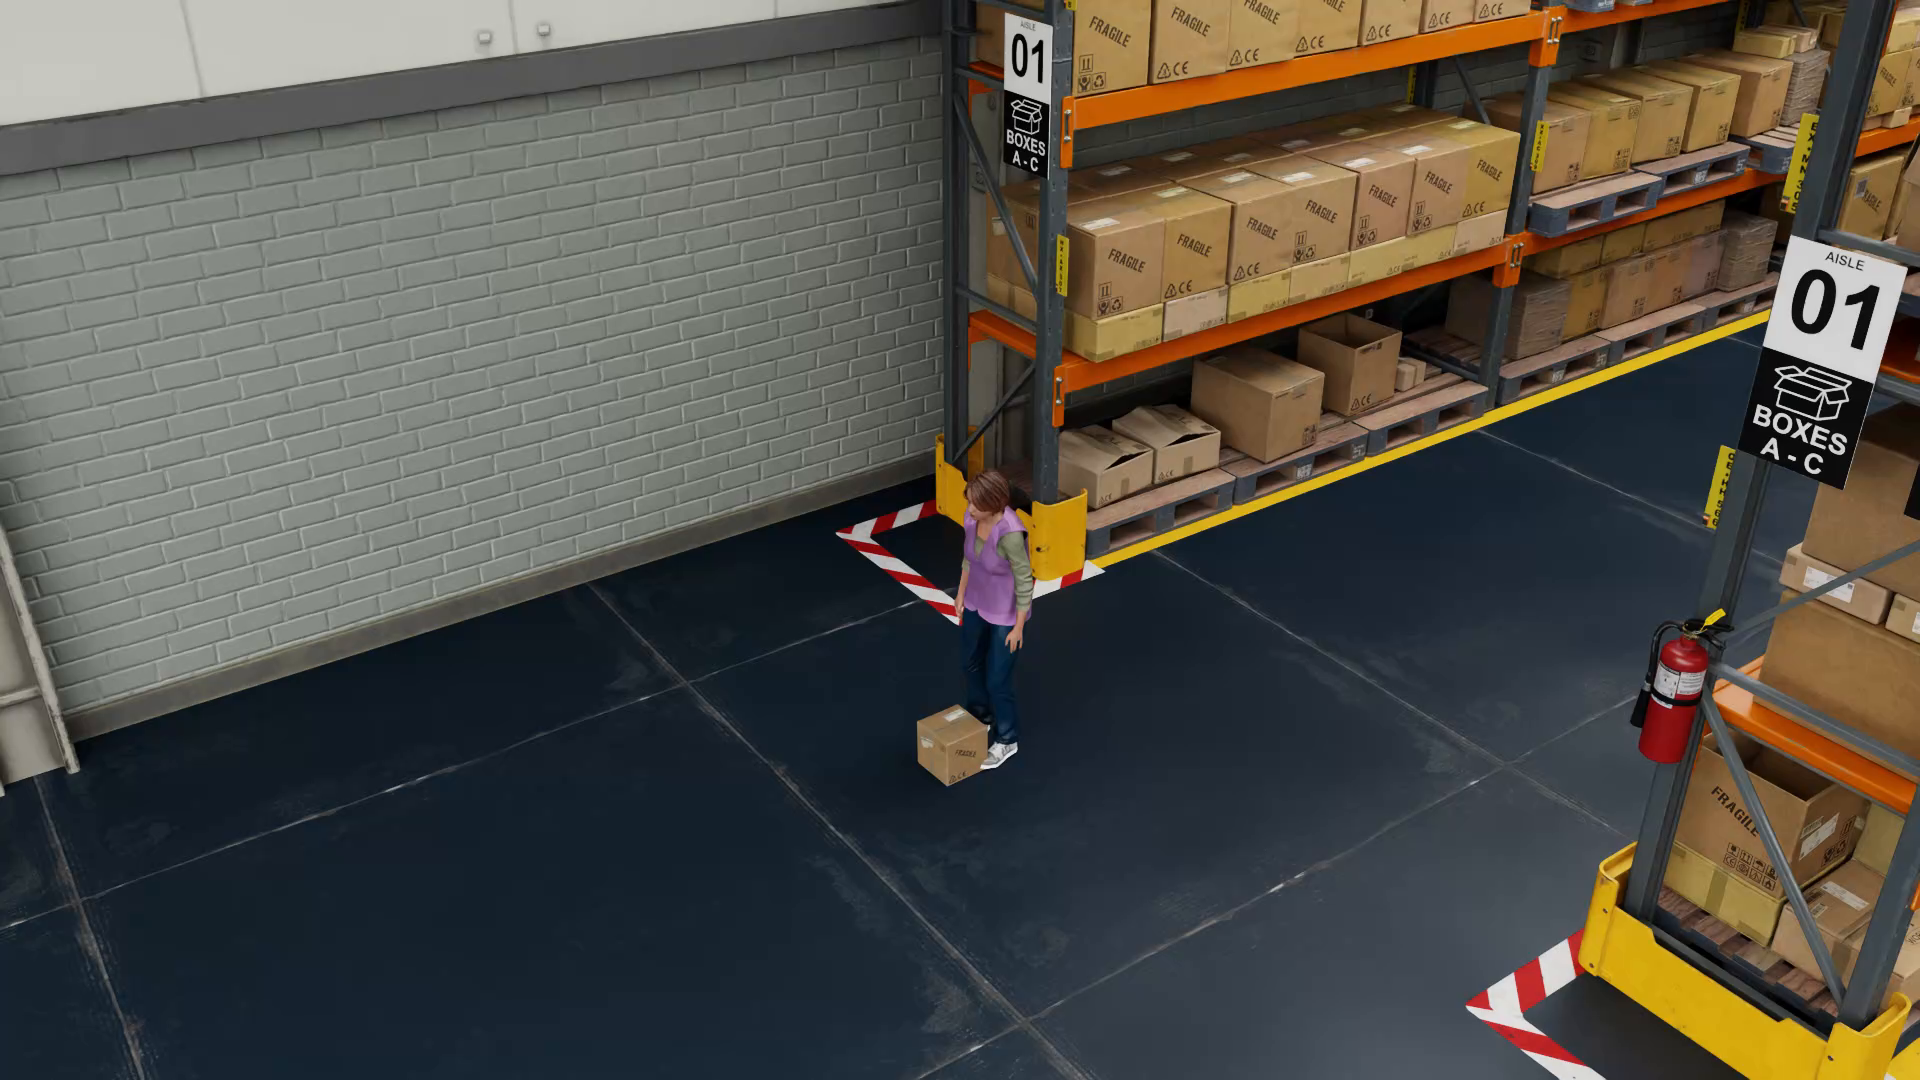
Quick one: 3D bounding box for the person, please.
[{"bbox_3d":[0.153,0.355,7.997,0.346,1.592,0.484,-21,35,-33],"label":"person"}]
